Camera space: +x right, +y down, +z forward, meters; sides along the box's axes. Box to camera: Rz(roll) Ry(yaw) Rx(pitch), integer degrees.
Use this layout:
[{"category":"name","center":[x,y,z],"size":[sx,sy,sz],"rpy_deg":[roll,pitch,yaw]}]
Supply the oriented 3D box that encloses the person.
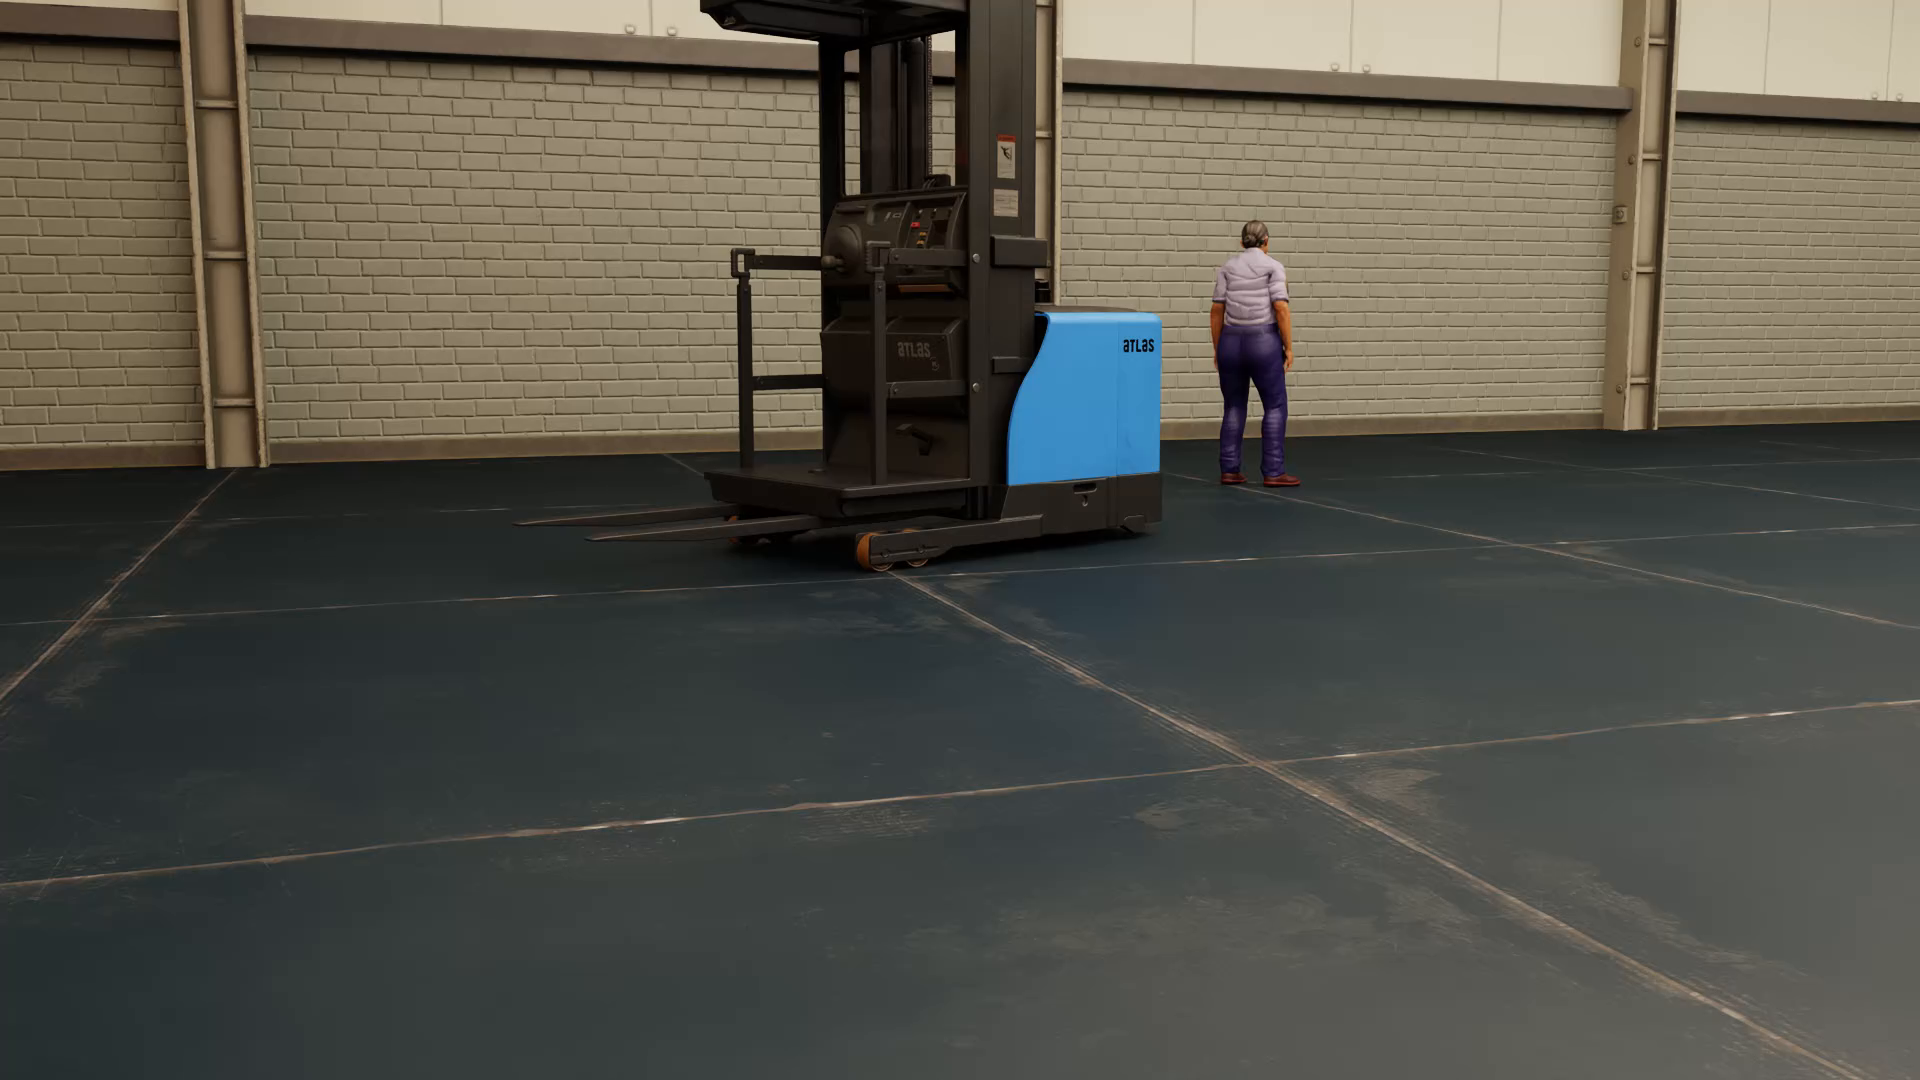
[{"category":"person","center":[1.844,-1.168,10.397],"size":[0.561,1.651,0.341],"rpy_deg":[5,9,33]}]

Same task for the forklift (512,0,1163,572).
[{"category":"forklift","center":[-0.461,-1.399,7.333],"size":[3.031,2.935,1.130],"rpy_deg":[-7,10,-40]}]
